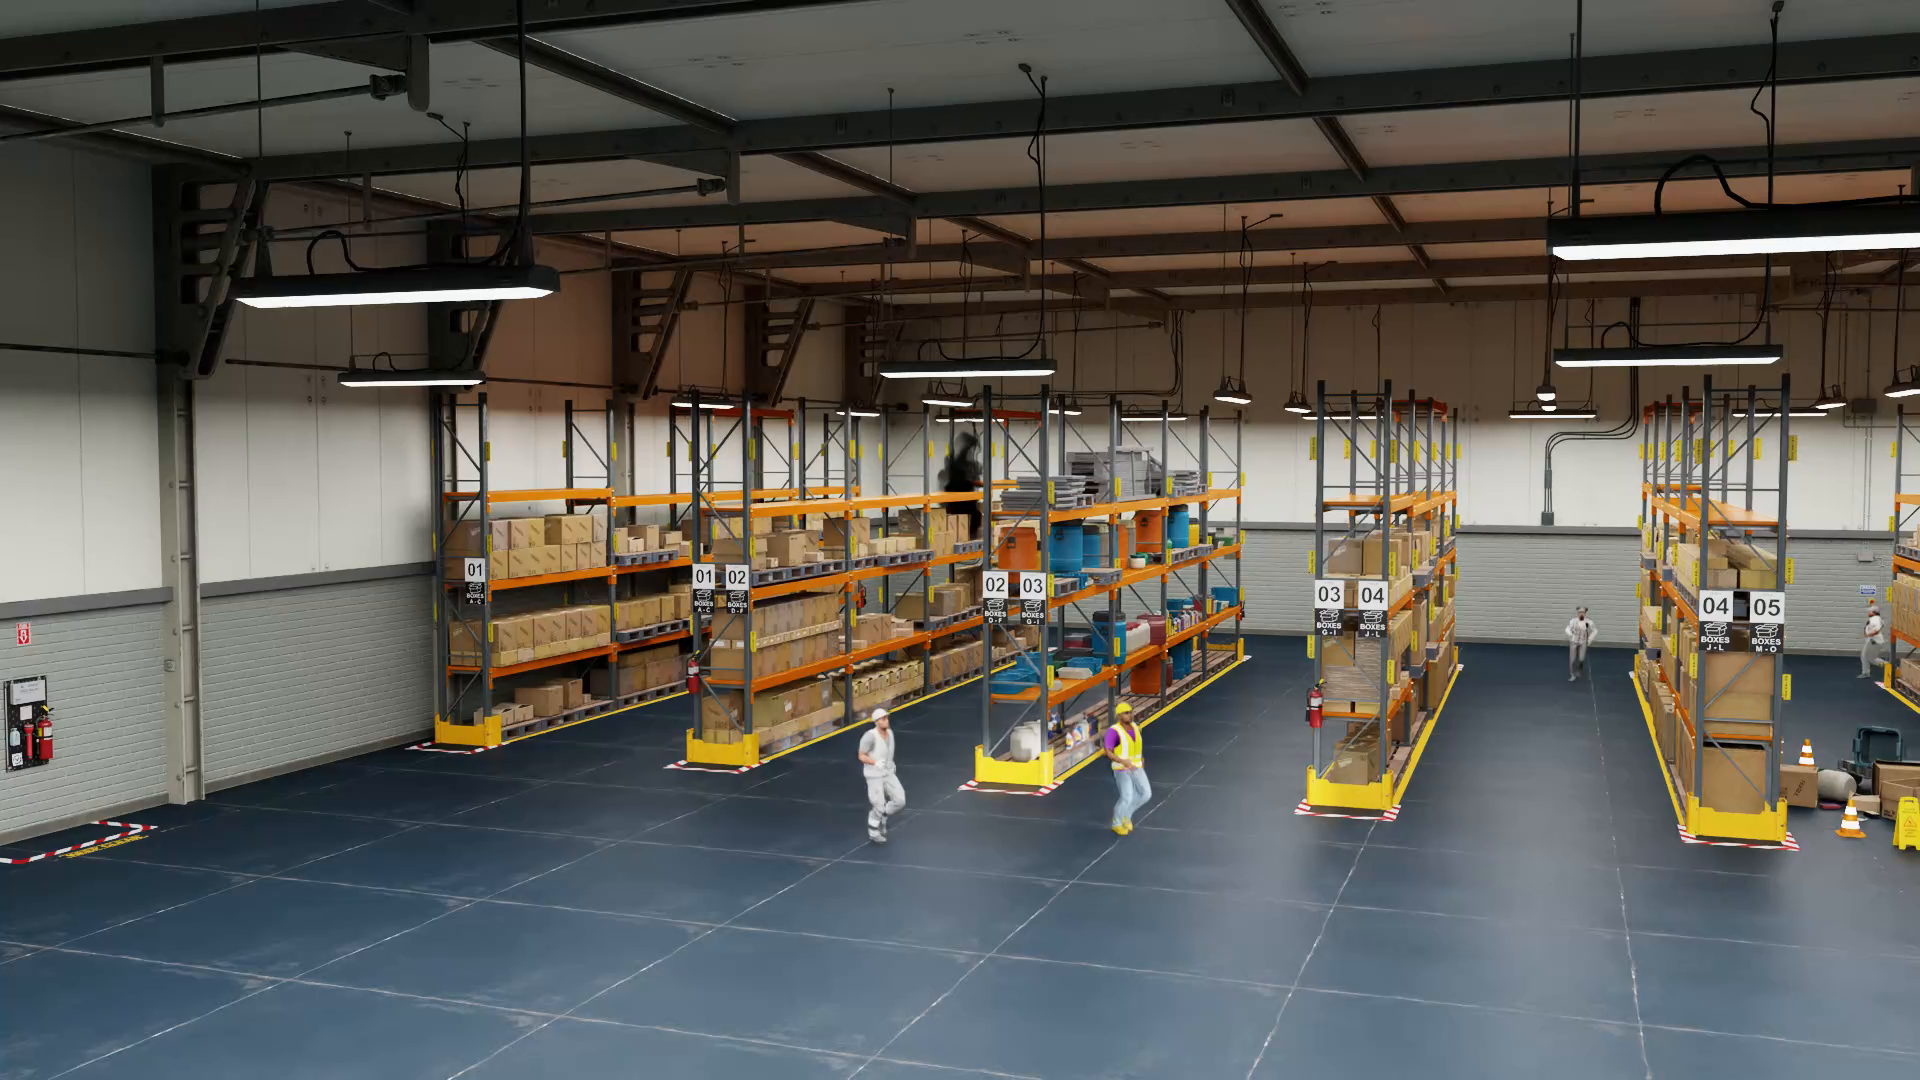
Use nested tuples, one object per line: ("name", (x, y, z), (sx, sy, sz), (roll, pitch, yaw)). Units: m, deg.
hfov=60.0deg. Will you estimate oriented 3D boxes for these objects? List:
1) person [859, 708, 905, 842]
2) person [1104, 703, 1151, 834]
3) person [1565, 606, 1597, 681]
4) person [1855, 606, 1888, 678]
("person", (-0.984, 2.998, 21.119), (0.659, 1.735, 0.598), (-3, 4, -43))
("person", (2.206, 2.979, 21.701), (0.712, 1.720, 0.575), (-2, 4, -38))
("person", (13.488, 2.255, 36.163), (0.655, 1.644, 0.558), (1, 3, 26))
("person", (20.129, 2.270, 36.516), (0.790, 1.629, 0.649), (2, 3, 29))
